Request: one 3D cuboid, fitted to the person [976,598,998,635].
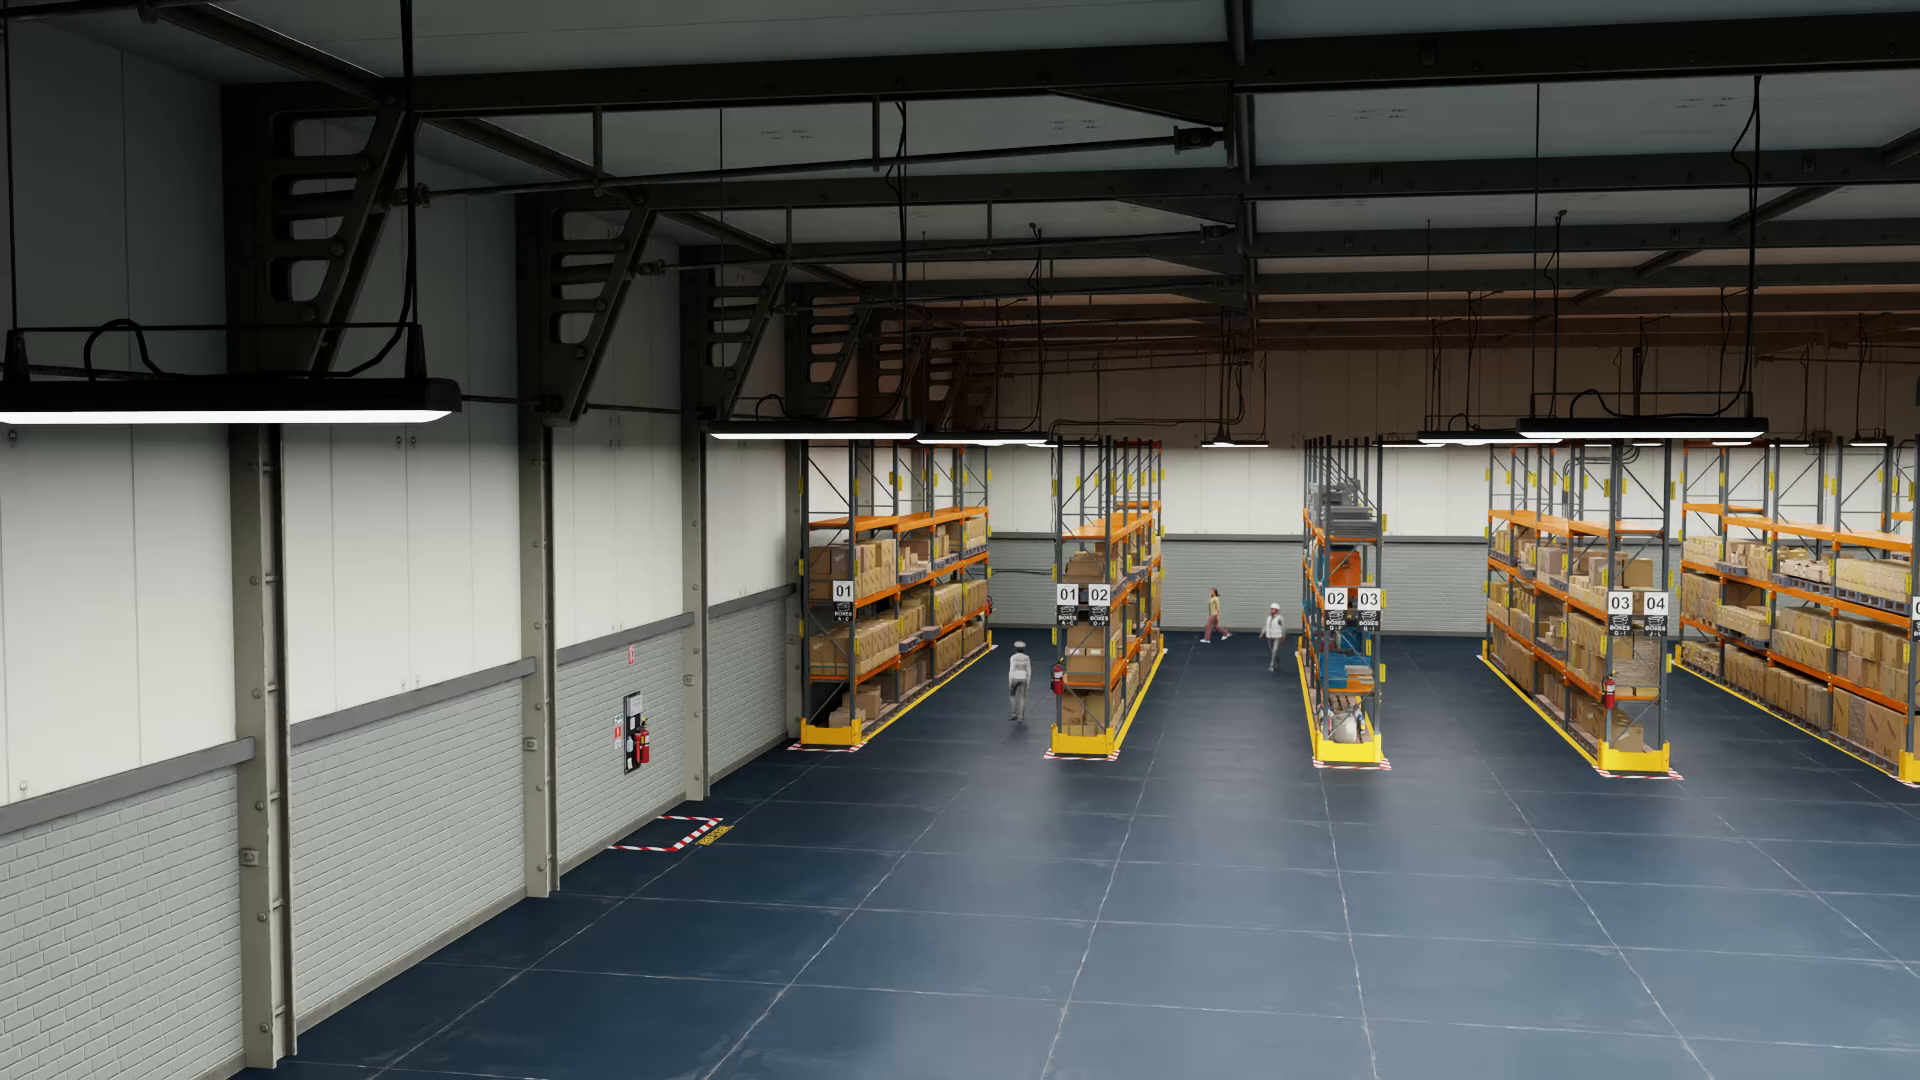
[{"bbox_3d":[0.688,2.198,49.148,0.838,1.770,0.635,1,3,20],"label":"person"}]

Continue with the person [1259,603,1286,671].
[{"bbox_3d":[8.108,2.498,43.133,0.623,1.708,1.019,2,4,38],"label":"person"}]

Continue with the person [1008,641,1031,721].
[{"bbox_3d":[1.263,3.004,35.055,0.510,1.710,0.530,0,3,-8],"label":"person"}]

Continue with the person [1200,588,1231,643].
[{"bbox_3d":[7.587,2.226,49.383,0.934,1.637,0.444,0,3,-3],"label":"person"}]
